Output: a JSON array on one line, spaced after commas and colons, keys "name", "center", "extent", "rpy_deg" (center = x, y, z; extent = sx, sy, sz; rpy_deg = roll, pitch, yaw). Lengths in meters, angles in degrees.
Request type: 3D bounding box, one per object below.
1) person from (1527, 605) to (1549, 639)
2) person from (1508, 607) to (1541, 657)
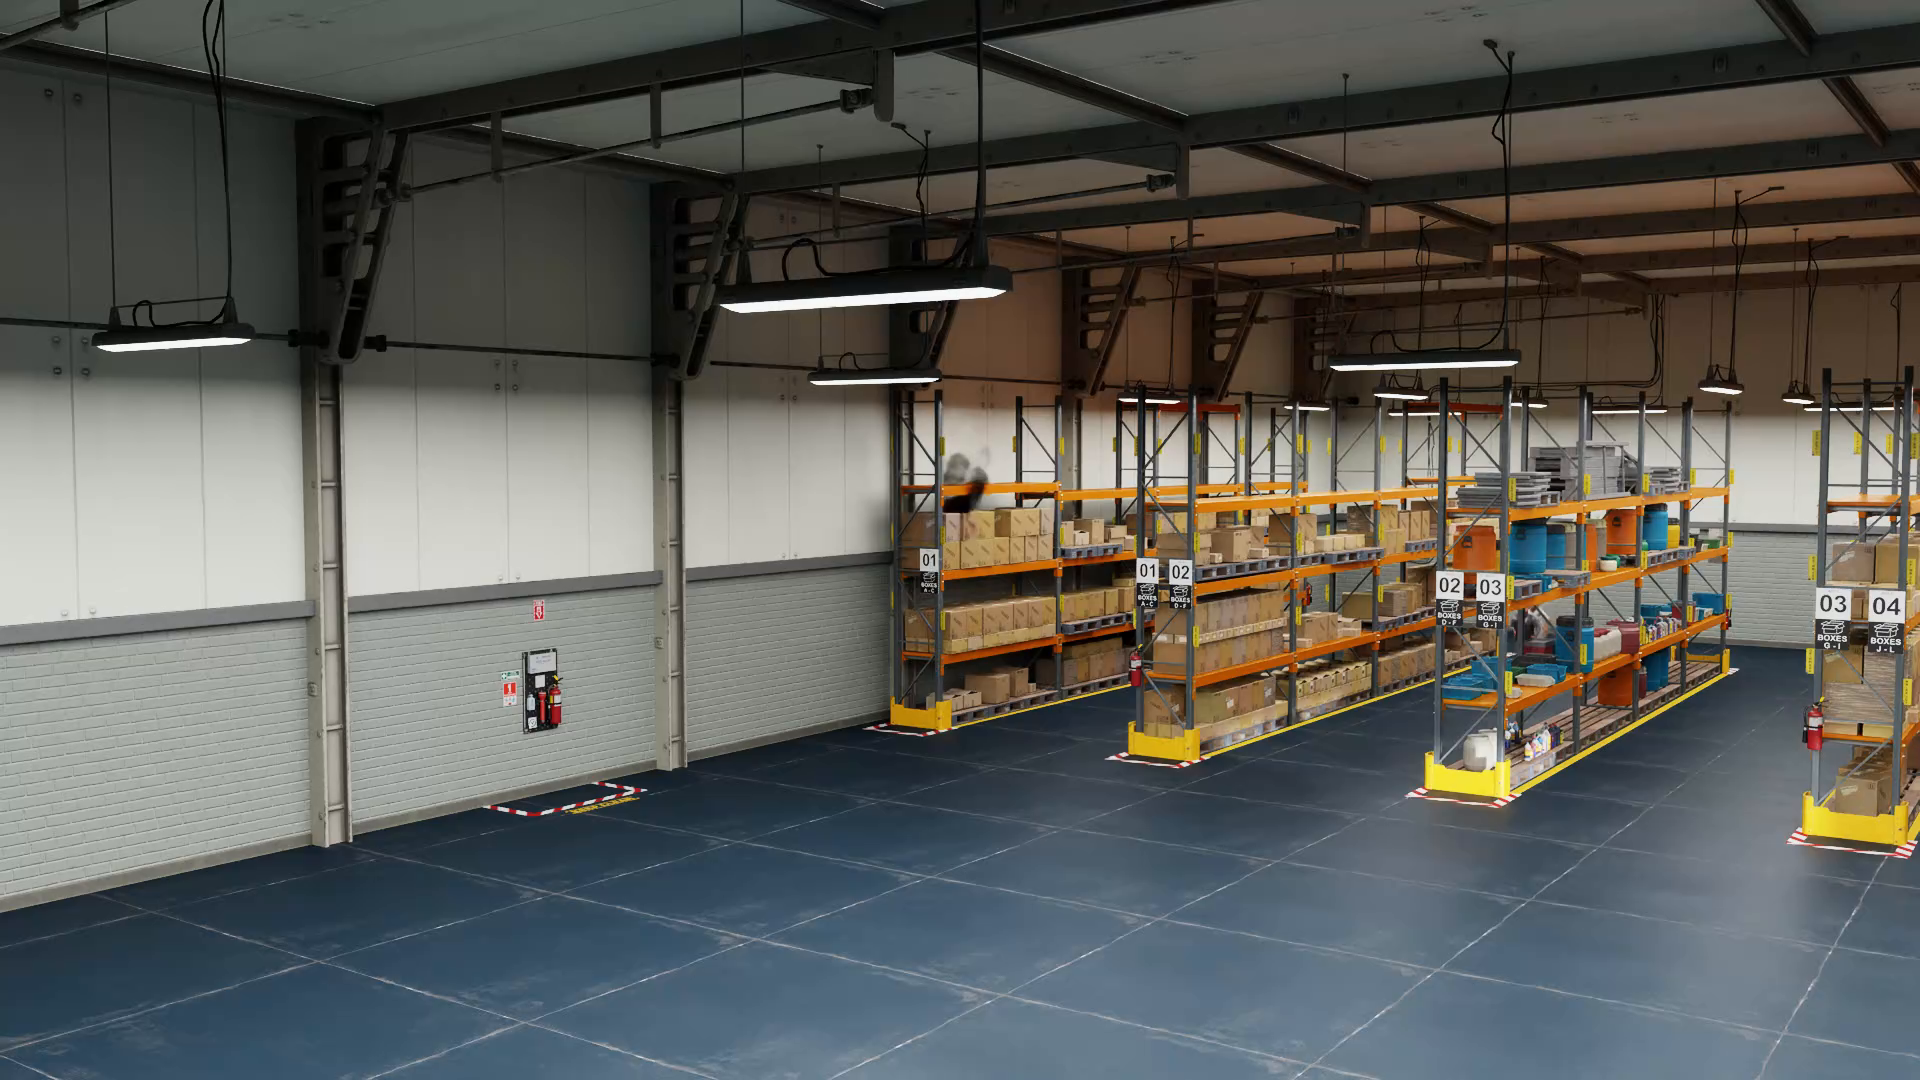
[{"name": "person", "center": [12.712, 2.119, 36.868], "extent": [0.626, 1.623, 0.553], "rpy_deg": [2, 4, 31]}, {"name": "person", "center": [11.934, 2.173, 35.193], "extent": [0.649, 1.676, 0.578], "rpy_deg": [1, 3, 23]}]
